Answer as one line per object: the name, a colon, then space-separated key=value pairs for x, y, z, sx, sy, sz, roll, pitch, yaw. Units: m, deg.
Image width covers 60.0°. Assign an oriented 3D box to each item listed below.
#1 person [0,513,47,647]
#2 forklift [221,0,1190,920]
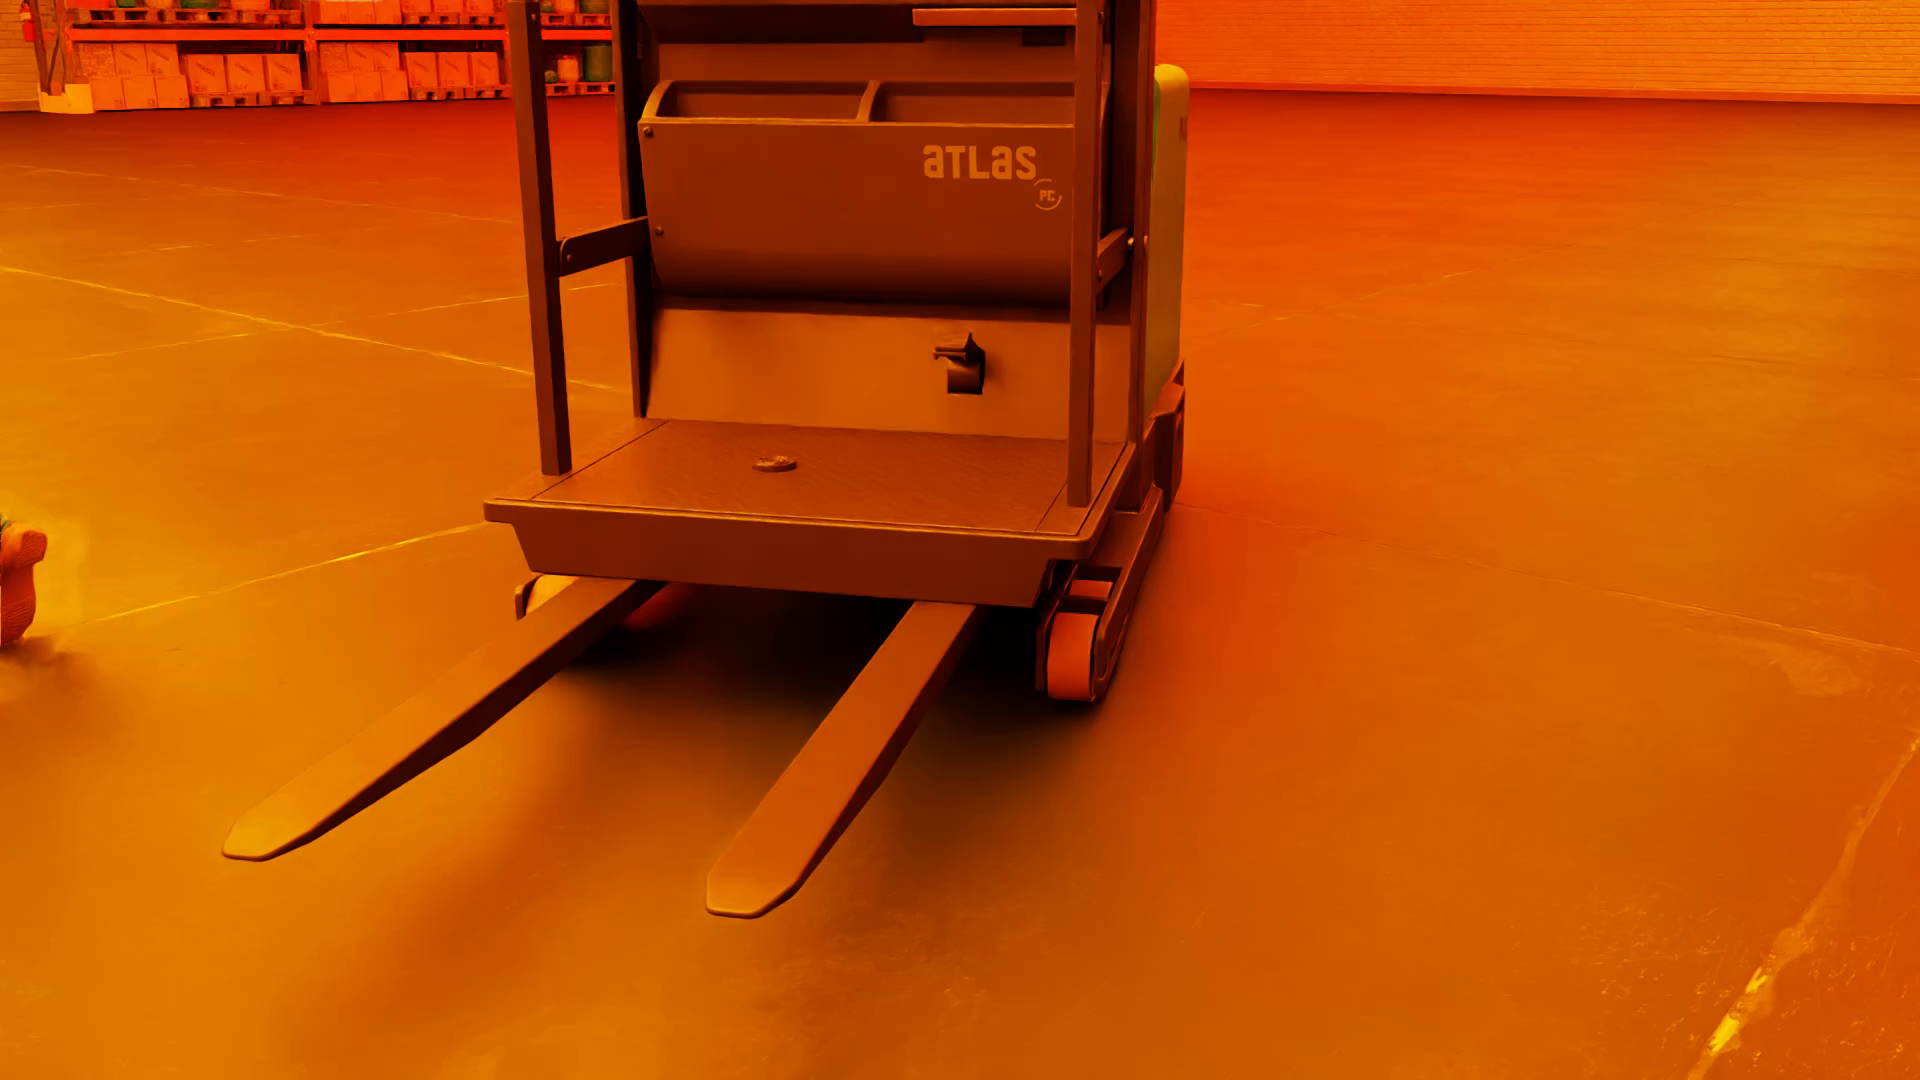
person: x=-1.955 y=-0.476 z=2.850 sx=0.532 sy=1.622 sz=0.999 roll=-9 pitch=19 yaw=-27
forklift: x=-0.217 y=-1.228 z=2.943 sx=1.130 sy=2.935 sz=3.031 roll=4 pitch=17 yaw=12
